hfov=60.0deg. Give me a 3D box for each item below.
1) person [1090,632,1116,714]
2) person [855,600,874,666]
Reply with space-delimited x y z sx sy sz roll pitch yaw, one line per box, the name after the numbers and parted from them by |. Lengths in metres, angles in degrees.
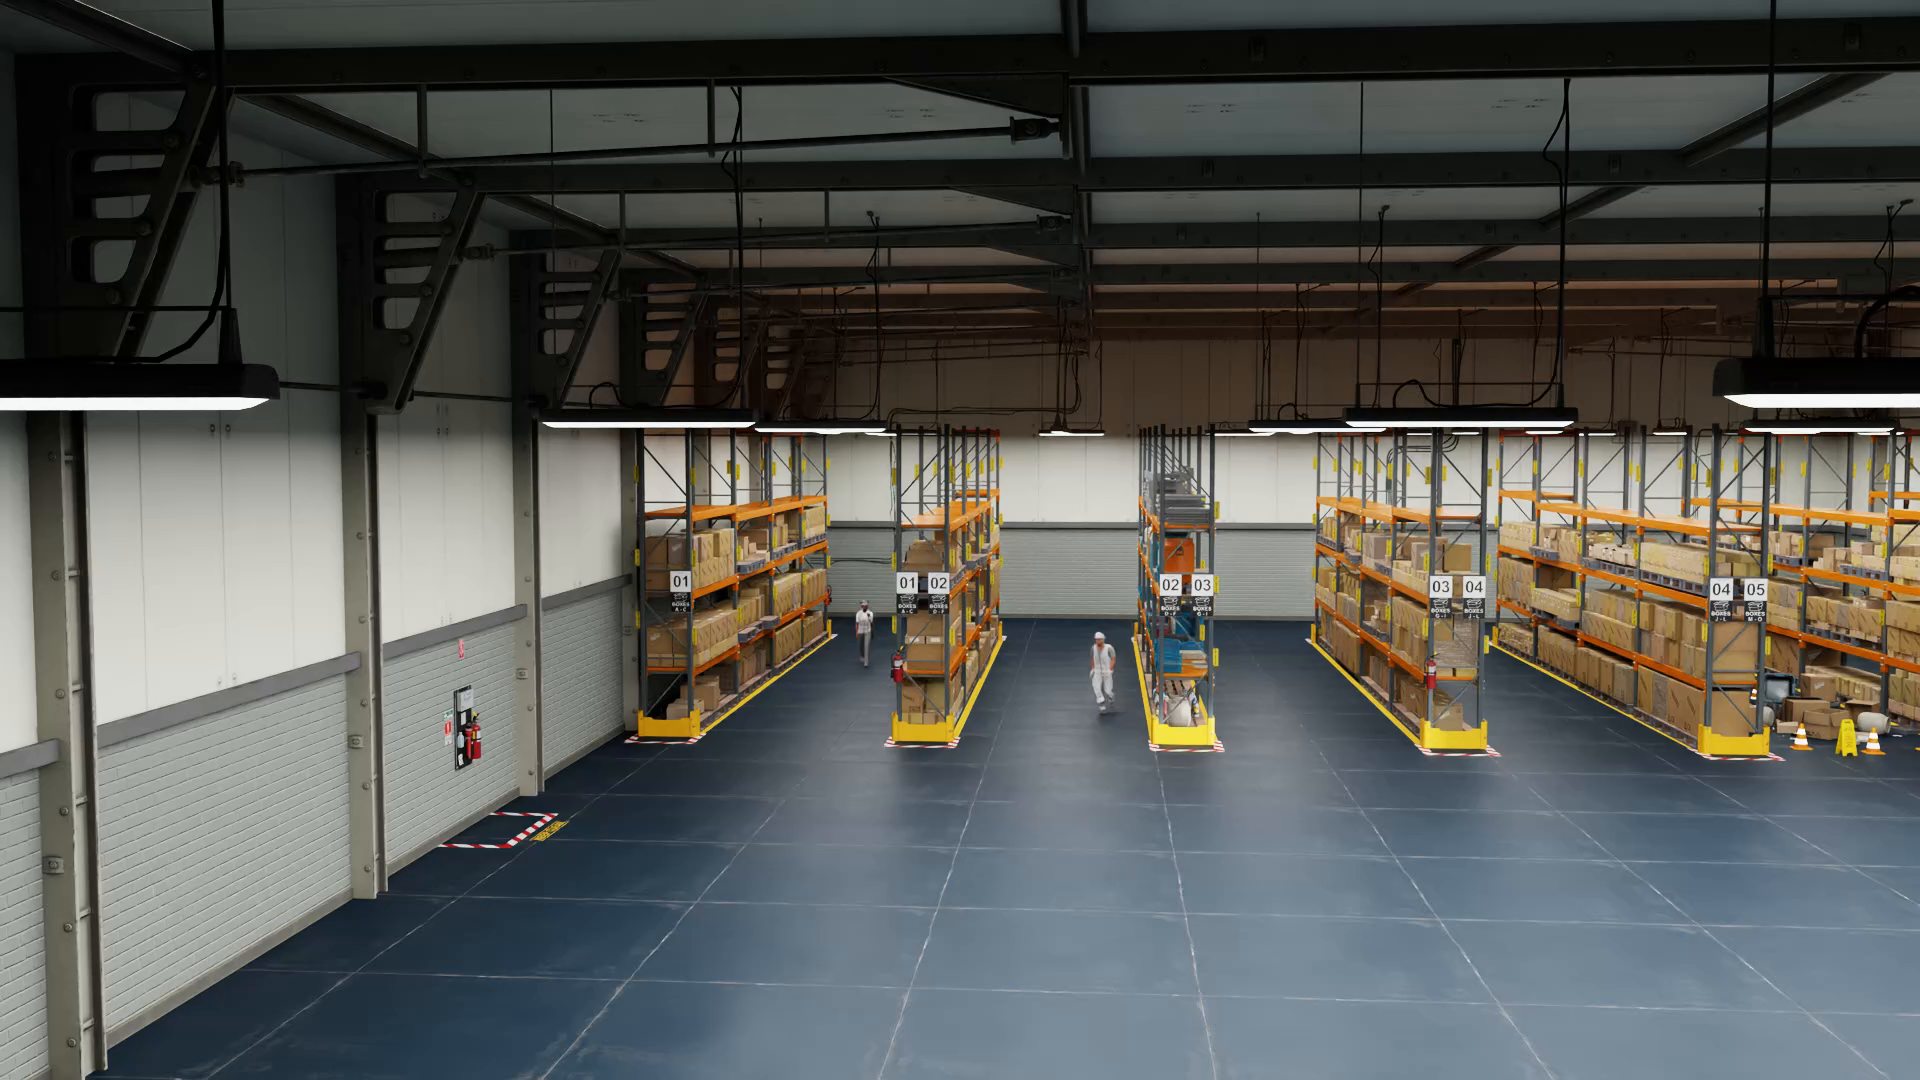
2.988 2.760 34.815 0.588 1.697 0.796 1 4 21 | person
-2.412 2.330 42.008 0.441 1.626 1.045 0 3 4 | person
